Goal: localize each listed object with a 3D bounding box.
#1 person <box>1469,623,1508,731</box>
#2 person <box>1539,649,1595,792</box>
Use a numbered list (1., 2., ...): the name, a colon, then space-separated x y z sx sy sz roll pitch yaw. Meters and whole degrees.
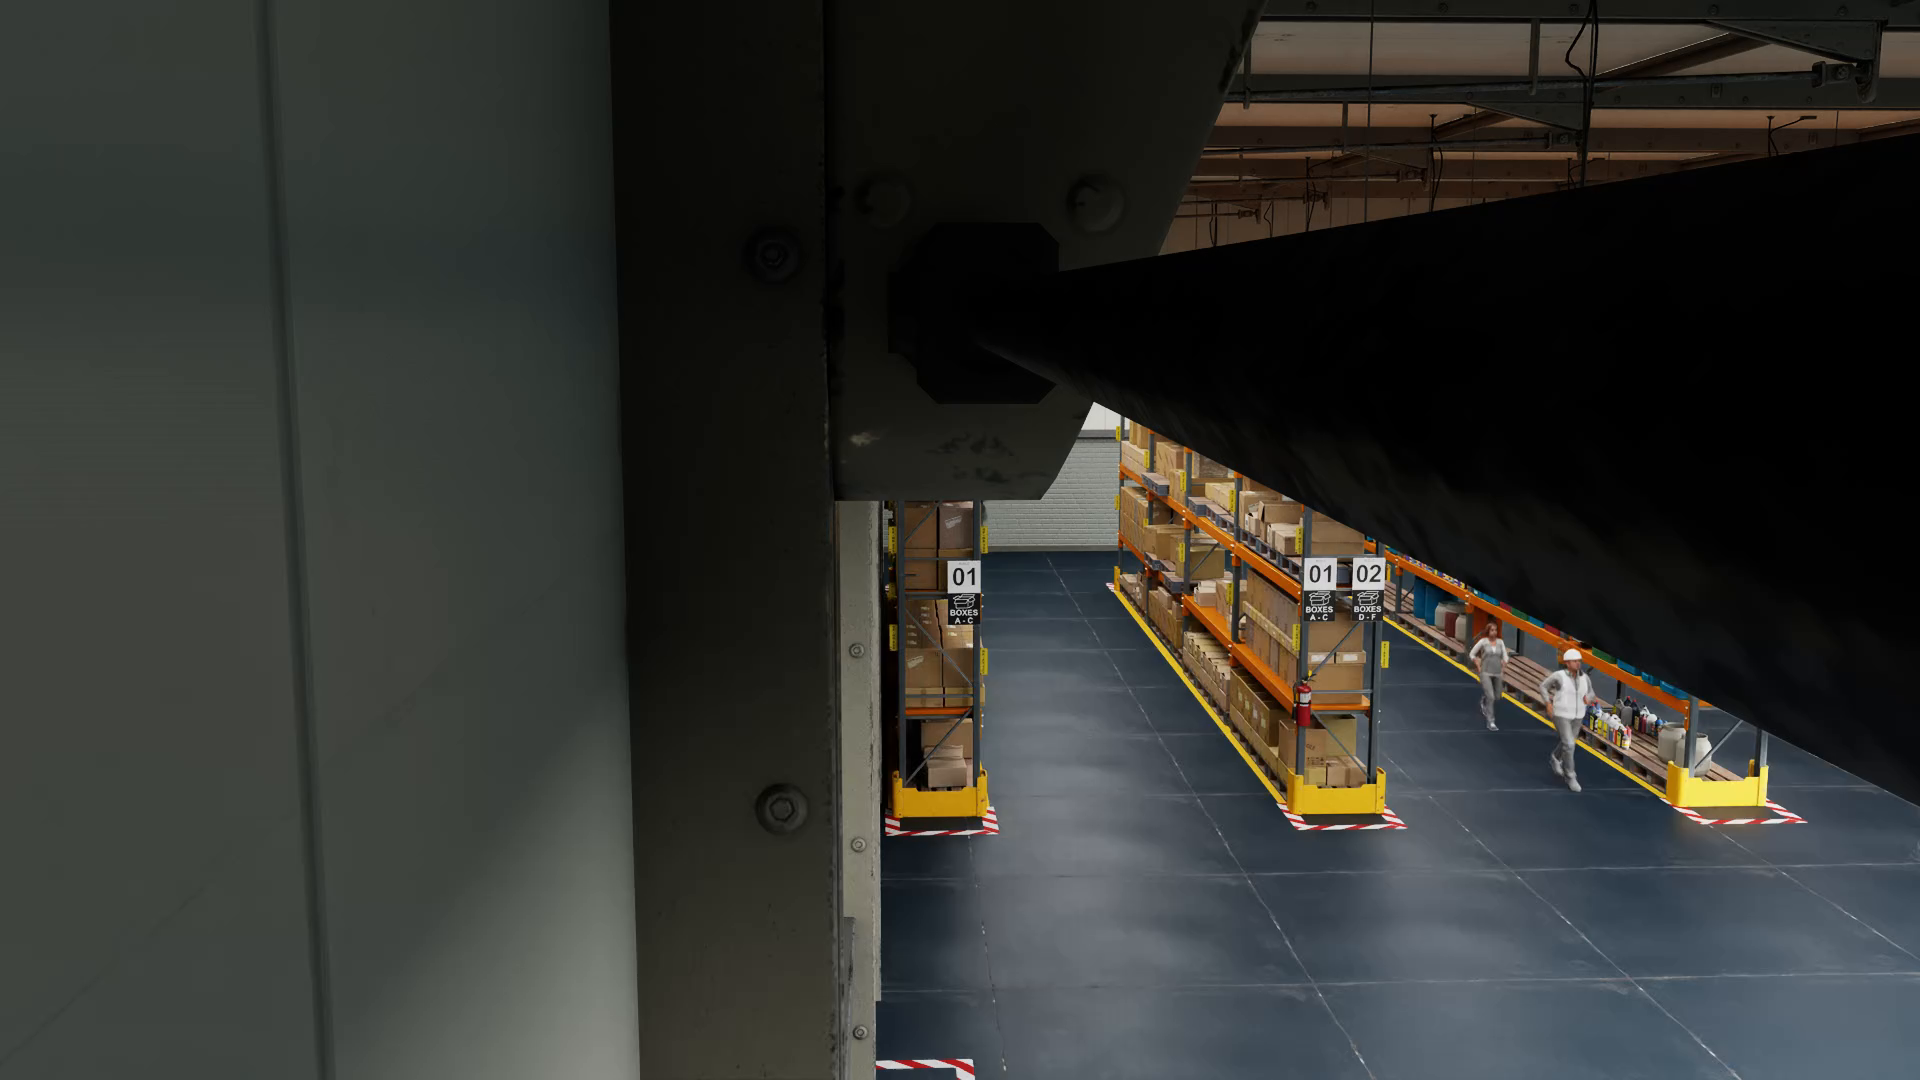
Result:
1. person: 7.873 2.005 24.749 0.547 1.564 0.767 -1 8 -4
2. person: 7.987 2.305 21.801 0.657 1.784 0.879 -2 8 -14
